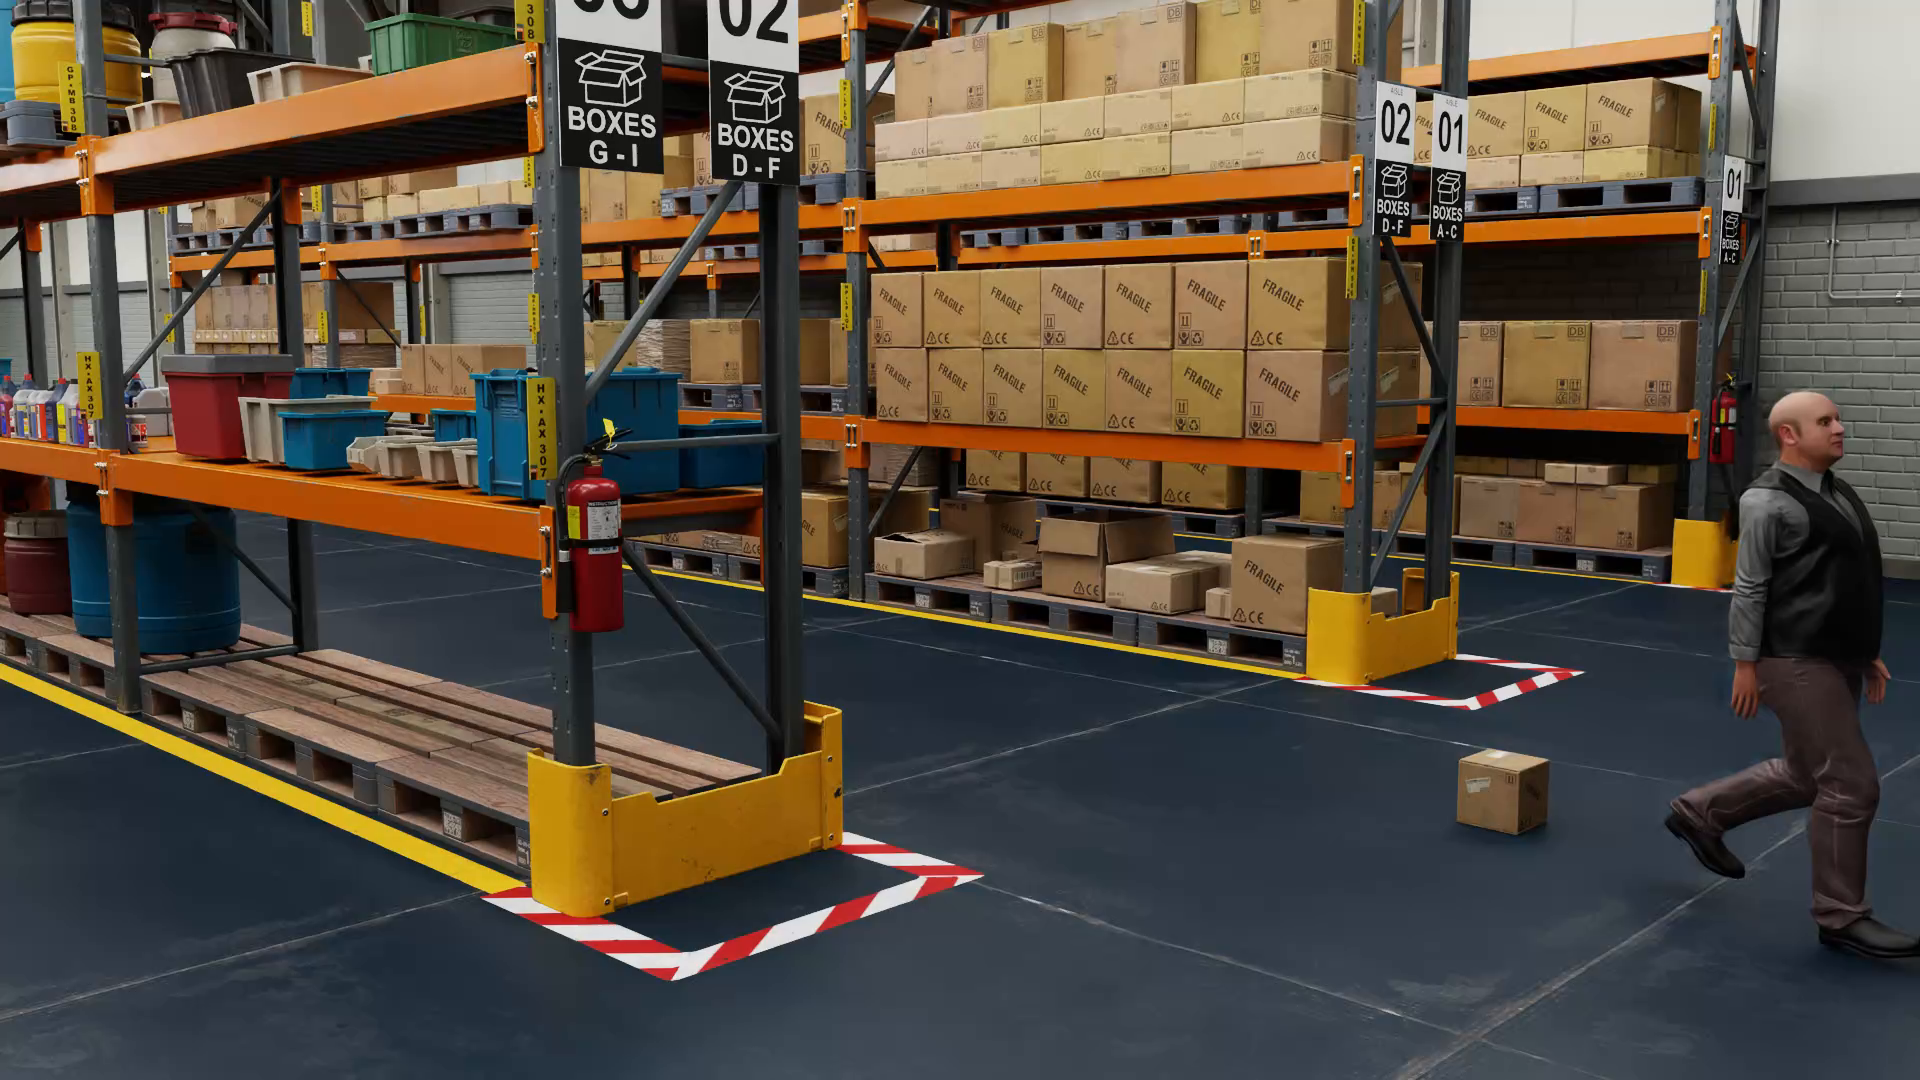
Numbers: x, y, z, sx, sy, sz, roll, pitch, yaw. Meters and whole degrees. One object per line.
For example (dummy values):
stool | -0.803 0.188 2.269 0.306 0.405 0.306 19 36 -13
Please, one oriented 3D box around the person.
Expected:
person | 2.655 0.379 5.246 0.537 1.690 0.899 -6 9 -39
